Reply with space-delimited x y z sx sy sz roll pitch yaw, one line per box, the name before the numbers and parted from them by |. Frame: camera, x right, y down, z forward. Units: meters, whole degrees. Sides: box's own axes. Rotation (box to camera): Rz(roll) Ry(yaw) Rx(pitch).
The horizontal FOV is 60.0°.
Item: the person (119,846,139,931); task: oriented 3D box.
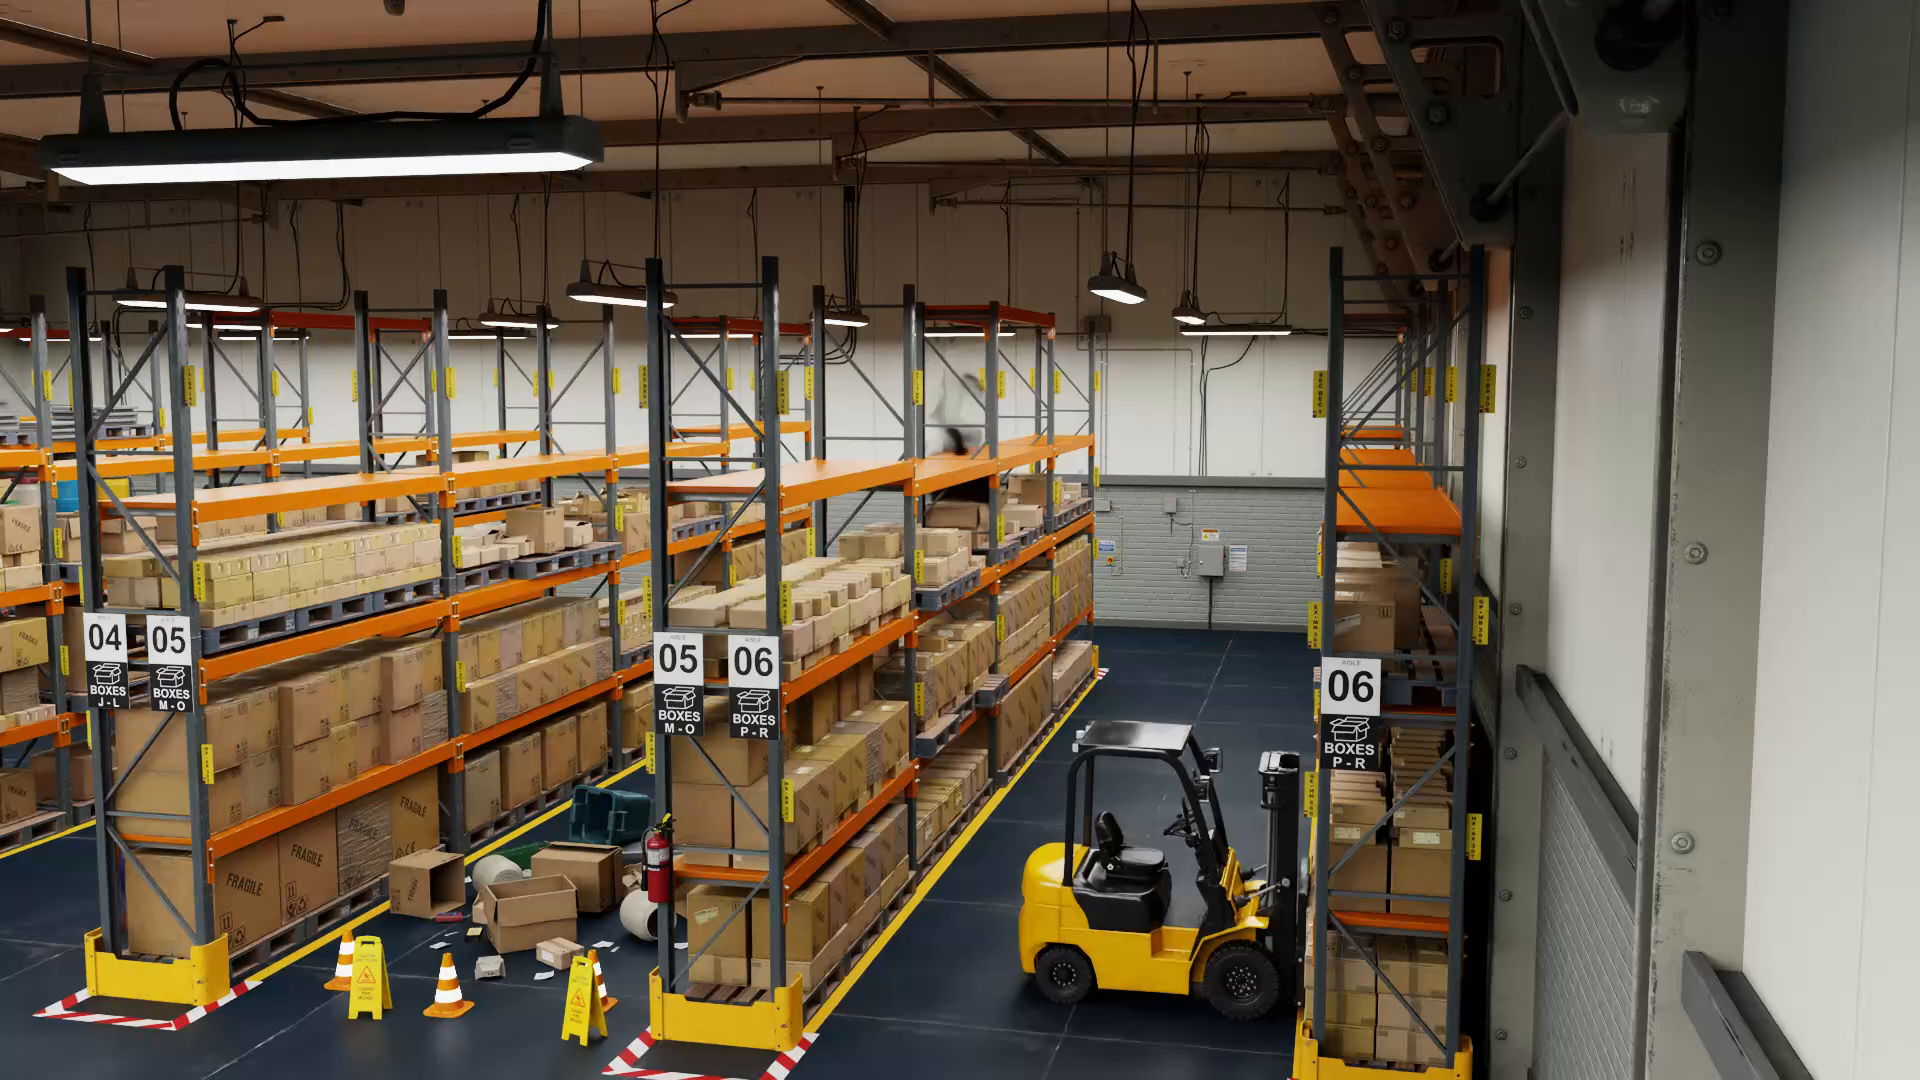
person | -7.678 2.748 15.746 0.580 1.693 0.855 0 6 5
